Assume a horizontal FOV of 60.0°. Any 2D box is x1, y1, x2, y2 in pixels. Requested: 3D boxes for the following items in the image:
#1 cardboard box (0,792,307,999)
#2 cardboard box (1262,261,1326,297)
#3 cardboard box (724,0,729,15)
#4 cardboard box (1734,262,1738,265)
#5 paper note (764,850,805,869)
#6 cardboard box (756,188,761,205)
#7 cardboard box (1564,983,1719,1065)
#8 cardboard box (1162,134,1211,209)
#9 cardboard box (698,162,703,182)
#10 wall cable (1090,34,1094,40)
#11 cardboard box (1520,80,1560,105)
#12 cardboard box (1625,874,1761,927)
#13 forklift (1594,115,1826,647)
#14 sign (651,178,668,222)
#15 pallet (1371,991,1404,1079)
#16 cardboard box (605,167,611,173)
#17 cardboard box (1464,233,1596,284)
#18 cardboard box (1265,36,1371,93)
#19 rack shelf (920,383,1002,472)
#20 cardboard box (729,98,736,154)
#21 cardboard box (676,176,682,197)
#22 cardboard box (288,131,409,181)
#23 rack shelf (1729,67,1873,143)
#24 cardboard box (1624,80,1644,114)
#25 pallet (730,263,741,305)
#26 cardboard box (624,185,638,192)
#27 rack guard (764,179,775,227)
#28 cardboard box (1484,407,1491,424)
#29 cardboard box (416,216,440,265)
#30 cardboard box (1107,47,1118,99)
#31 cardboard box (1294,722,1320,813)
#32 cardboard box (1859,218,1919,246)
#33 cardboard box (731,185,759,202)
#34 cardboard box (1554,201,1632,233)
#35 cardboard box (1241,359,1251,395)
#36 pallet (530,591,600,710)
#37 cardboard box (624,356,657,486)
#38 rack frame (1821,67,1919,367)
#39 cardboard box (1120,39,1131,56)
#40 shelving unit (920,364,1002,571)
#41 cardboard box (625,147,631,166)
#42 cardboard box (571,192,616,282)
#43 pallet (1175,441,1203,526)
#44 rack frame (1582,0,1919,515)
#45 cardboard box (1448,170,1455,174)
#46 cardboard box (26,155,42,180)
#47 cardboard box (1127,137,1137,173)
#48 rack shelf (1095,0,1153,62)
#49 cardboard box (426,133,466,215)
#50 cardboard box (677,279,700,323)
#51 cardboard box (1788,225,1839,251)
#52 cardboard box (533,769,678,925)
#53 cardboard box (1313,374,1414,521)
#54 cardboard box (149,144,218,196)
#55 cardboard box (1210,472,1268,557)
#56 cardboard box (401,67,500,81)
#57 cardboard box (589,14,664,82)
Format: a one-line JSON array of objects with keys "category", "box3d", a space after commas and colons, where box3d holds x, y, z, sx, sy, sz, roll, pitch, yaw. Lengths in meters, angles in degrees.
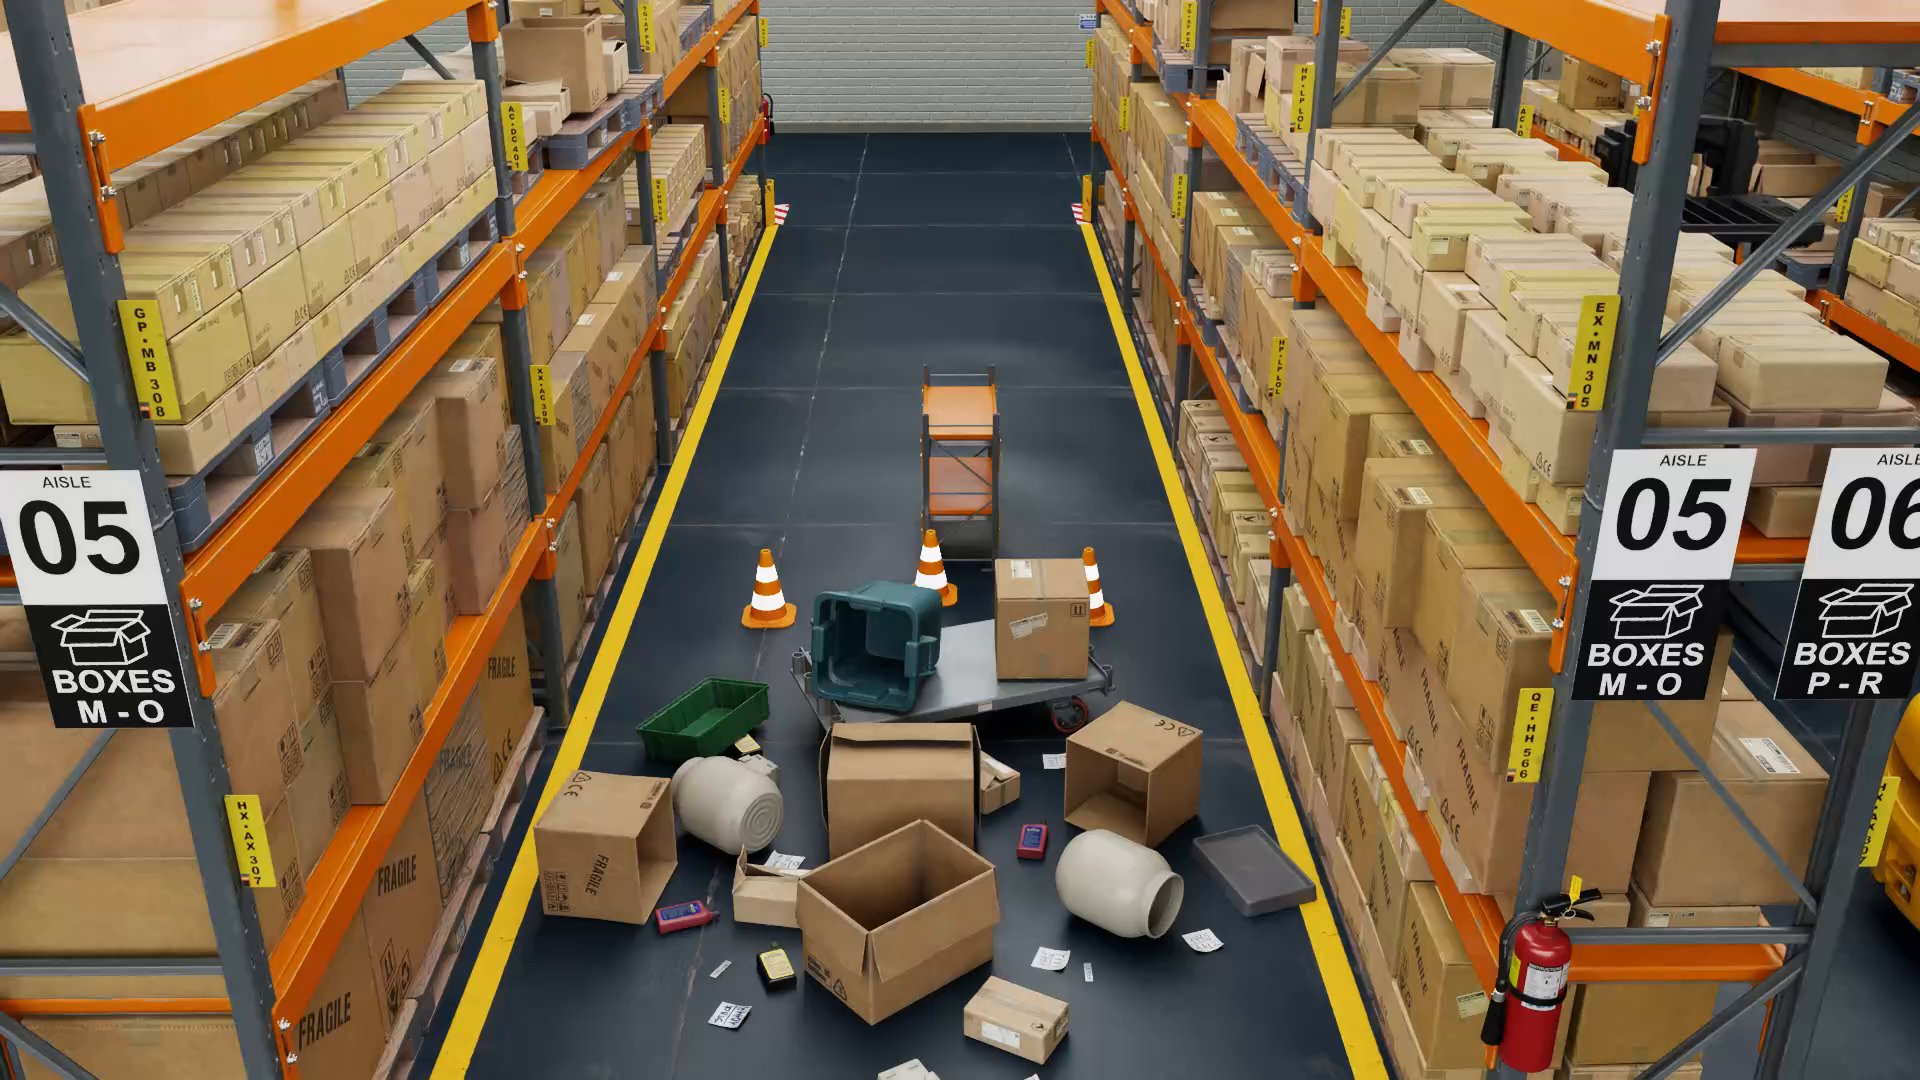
[{"category": "cardboard box", "box3d": [-2.724, 1.111, 5.471, 0.875, 0.550, 0.550, 0, 24, -1]}, {"category": "cardboard box", "box3d": [1.979, -1.521, 9.694, 0.380, 0.149, 0.250, -1, 24, -2]}, {"category": "cardboard box", "box3d": [-2.562, -5.309, 16.391, 0.500, 0.250, 0.500, -1, 24, -1]}, {"category": "cardboard box", "box3d": [7.447, -2.584, 15.560, 0.380, 0.149, 0.250, -1, 24, -3]}, {"category": "paper note", "box3d": [-0.874, 1.592, 8.203, 0.172, 0.023, 0.155, 8, 26, 18]}, {"category": "cardboard box", "box3d": [-2.558, -4.073, 19.704, 0.380, 0.149, 0.250, -1, 24, -2]}, {"category": "cardboard box", "box3d": [2.541, 1.645, 6.391, 0.500, 0.500, 0.500, -1, 24, -2]}, {"category": "cardboard box", "box3d": [1.905, -2.953, 13.304, 0.500, 0.500, 0.500, 0, 24, 0]}, {"category": "cardboard box", "box3d": [-2.600, -3.420, 15.466, 0.380, 0.149, 0.250, 0, 24, 0]}, {"category": "wall cable", "box3d": [2.014, -8.125, 24.805, 0.585, 1.953, 0.123, 0, 24, -1]}, {"category": "cardboard box", "box3d": [6.798, -5.228, 19.490, 0.500, 0.250, 0.500, 0, 24, 0]}, {"category": "cardboard box", "box3d": [2.477, 1.242, 5.669, 0.380, 0.149, 0.250, 0, 24, 0]}, {"category": "forklift", "box3d": [4.595, -1.122, 10.674, 1.130, 2.935, 3.031, 0, 24, 0]}, {"category": "sign", "box3d": [-2.207, -2.496, 12.223, 0.100, 0.325, 0.005, 0, 24, -1]}, {"category": "pallet", "box3d": [2.299, 2.173, 6.690, 1.003, 0.211, 1.213, 0, 24, -1]}, {"category": "cardboard box", "box3d": [-3.246, -3.263, 14.399, 0.380, 0.149, 0.250, 1, 24, 1]}, {"category": "cardboard box", "box3d": [2.066, -1.010, 6.041, 0.380, 0.149, 0.250, -1, 24, -2]}, {"category": "cardboard box", "box3d": [2.063, -2.756, 9.630, 0.500, 0.250, 0.500, 0, 24, 0]}, {"category": "rack shelf", "box3d": [0.000, -0.782, 11.404, 0.538, 0.278, 1.000, 0, 24, -1]}, {"category": "cardboard box", "box3d": [-2.572, -4.203, 16.920, 0.500, 0.500, 0.500, 0, 24, -1]}, {"category": "cardboard box", "box3d": [-2.589, -3.019, 14.219, 0.380, 0.149, 0.250, 1, 24, 1]}, {"category": "cardboard box", "box3d": [-2.383, -1.499, 6.491, 0.380, 0.149, 0.250, -1, 24, -1]}, {"category": "rack shelf", "box3d": [7.128, -3.915, 14.000, 1.077, 0.370, 4.000, 0, 24, -1]}, {"category": "cardboard box", "box3d": [7.356, -4.724, 17.466, 0.500, 0.500, 0.500, -1, 24, -2]}, {"category": "pallet", "box3d": [-2.849, -2.619, 17.284, 1.003, 0.211, 1.213, 0, 24, -1]}, {"category": "cardboard box", "box3d": [-2.577, -2.715, 13.187, 0.380, 0.149, 0.250, 0, 24, -1]}, {"category": "rack guard", "box3d": [-2.849, -4.091, 20.188, 1.175, 0.500, 0.348, 0, 24, -1]}, {"category": "cardboard box", "box3d": [2.050, -0.446, 5.762, 0.380, 0.149, 0.250, 0, 24, 0]}, {"category": "cardboard box", "box3d": [-2.384, -1.238, 6.882, 0.380, 0.149, 0.250, 0, 24, 0]}, {"category": "cardboard box", "box3d": [1.852, -4.996, 17.822, 0.500, 0.500, 0.500, 0, 24, 0]}, {"category": "cardboard box", "box3d": [1.984, 1.146, 8.404, 0.500, 0.250, 0.500, 1, 24, 2]}, {"category": "cardboard box", "box3d": [6.859, -2.261, 12.200, 0.380, 0.149, 0.250, 0, 24, 1]}, {"category": "cardboard box", "box3d": [-2.515, -3.997, 19.176, 0.380, 0.149, 0.250, -1, 24, -2]}, {"category": "cardboard box", "box3d": [2.564, -1.228, 6.521, 0.380, 0.149, 0.250, 0, 24, 0]}, {"category": "cardboard box", "box3d": [1.918, -0.987, 10.089, 0.380, 0.149, 0.250, 0, 24, 0]}, {"category": "pallet", "box3d": [-2.802, 0.637, 10.086, 1.003, 0.211, 1.213, 0, 24, -1]}, {"category": "cardboard box", "box3d": [-2.846, -0.879, 12.275, 1.050, 0.750, 0.750, -1, 24, -1]}, {"category": "rack frame", "box3d": [7.150, -2.052, 12.647, 1.000, 3.000, 0.127, 0, 24, -1]}, {"category": "cardboard box", "box3d": [1.870, -5.126, 17.321, 0.380, 0.149, 0.250, -1, 24, -2]}, {"category": "shelving unit", "box3d": [0.000, -0.515, 11.524, 0.538, 1.125, 1.048, 0, 24, -1]}, {"category": "cardboard box", "box3d": [-3.257, -3.554, 15.402, 0.380, 0.149, 0.250, -1, 24, -2]}, {"category": "cardboard box", "box3d": [-2.760, -2.072, 11.357, 0.700, 0.500, 0.500, -1, 24, -1]}, {"category": "pallet", "box3d": [2.193, -0.436, 12.457, 1.003, 0.211, 1.213, 0, 24, -1]}, {"category": "rack frame", "box3d": [2.274, -1.465, 4.070, 1.000, 3.000, 0.127, 0, 24, -1]}, {"category": "cardboard box", "box3d": [2.504, -1.633, 7.901, 0.500, 0.250, 0.500, 0, 24, -1]}, {"category": "cardboard box", "box3d": [-7.719, -3.056, 13.529, 0.797, 0.503, 0.637, 0, 24, 1]}, {"category": "cardboard box", "box3d": [1.866, -3.653, 15.763, 0.500, 0.250, 0.500, -1, 24, -2]}, {"category": "rack shelf", "box3d": [2.121, -5.540, 17.591, 1.077, 0.370, 4.000, 0, 24, -1]}, {"category": "cardboard box", "box3d": [-2.451, -1.577, 7.147, 0.500, 0.250, 0.500, 0, 24, -1]}, {"category": "cardboard box", "box3d": [-2.526, -2.057, 14.271, 0.500, 0.250, 0.500, 0, 24, 0]}, {"category": "cardboard box", "box3d": [6.759, -2.398, 13.207, 0.380, 0.149, 0.250, 0, 24, 0]}, {"category": "cardboard box", "box3d": [-1.676, 1.457, 7.919, 0.500, 0.500, 0.500, 4, 25, 9]}, {"category": "cardboard box", "box3d": [1.980, -0.417, 7.336, 0.700, 0.500, 0.500, -1, 24, -2]}, {"category": "cardboard box", "box3d": [-3.038, -1.390, 6.250, 0.380, 0.149, 0.250, 0, 24, -1]}, {"category": "cardboard box", "box3d": [2.201, -0.173, 11.171, 0.950, 0.372, 0.625, 1, 24, 1]}, {"category": "cardboard box", "box3d": [-2.958, -2.600, 9.697, 0.500, 0.311, 0.500, -1, 24, -2]}, {"category": "cardboard box", "box3d": [-2.502, -3.613, 12.337, 0.500, 0.500, 0.500, 0, 24, -1]}]
